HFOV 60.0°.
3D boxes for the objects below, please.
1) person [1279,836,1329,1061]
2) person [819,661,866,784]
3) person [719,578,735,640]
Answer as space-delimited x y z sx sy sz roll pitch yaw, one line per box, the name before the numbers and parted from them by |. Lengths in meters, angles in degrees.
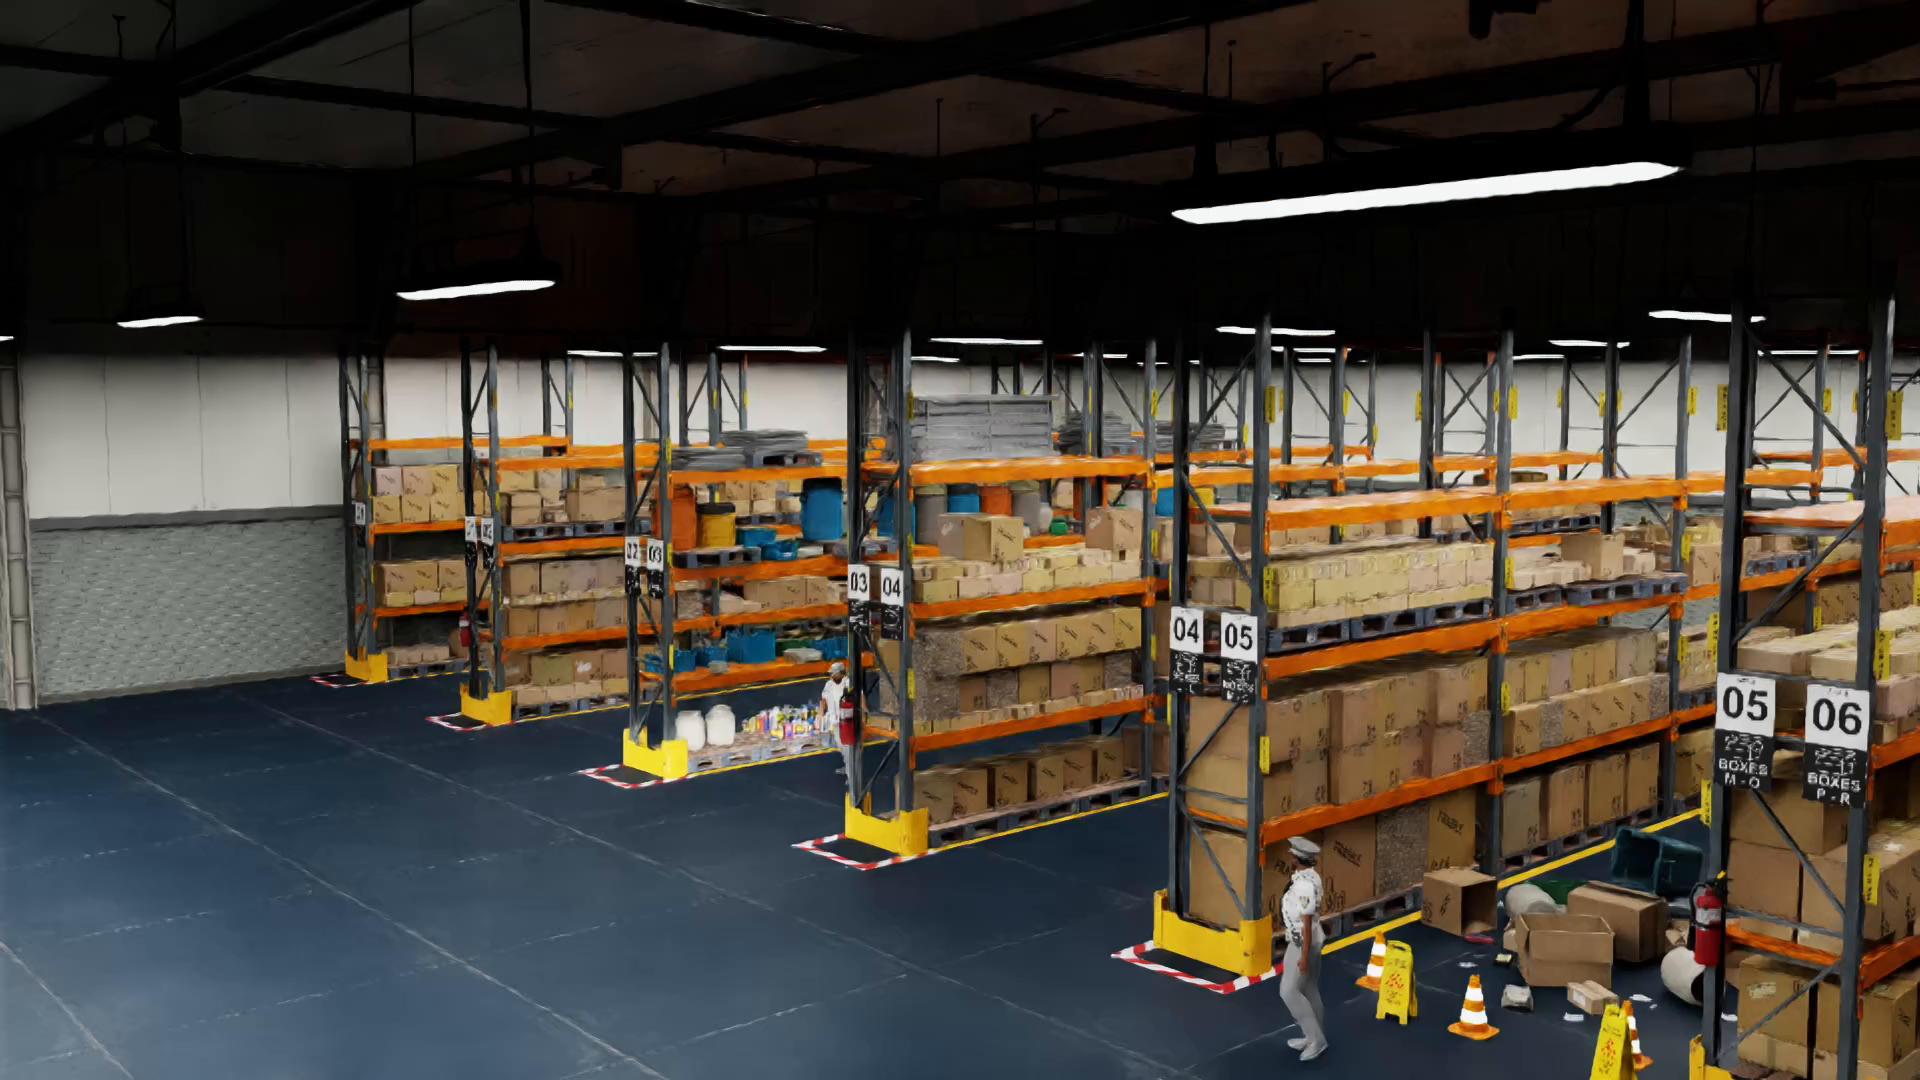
person | 2.687 3.173 12.948 0.390 1.658 0.574 2 5 18
person | -1.506 2.386 22.106 0.656 1.594 0.818 3 6 32
person | -4.405 1.525 31.609 0.401 1.598 0.465 2 5 17
